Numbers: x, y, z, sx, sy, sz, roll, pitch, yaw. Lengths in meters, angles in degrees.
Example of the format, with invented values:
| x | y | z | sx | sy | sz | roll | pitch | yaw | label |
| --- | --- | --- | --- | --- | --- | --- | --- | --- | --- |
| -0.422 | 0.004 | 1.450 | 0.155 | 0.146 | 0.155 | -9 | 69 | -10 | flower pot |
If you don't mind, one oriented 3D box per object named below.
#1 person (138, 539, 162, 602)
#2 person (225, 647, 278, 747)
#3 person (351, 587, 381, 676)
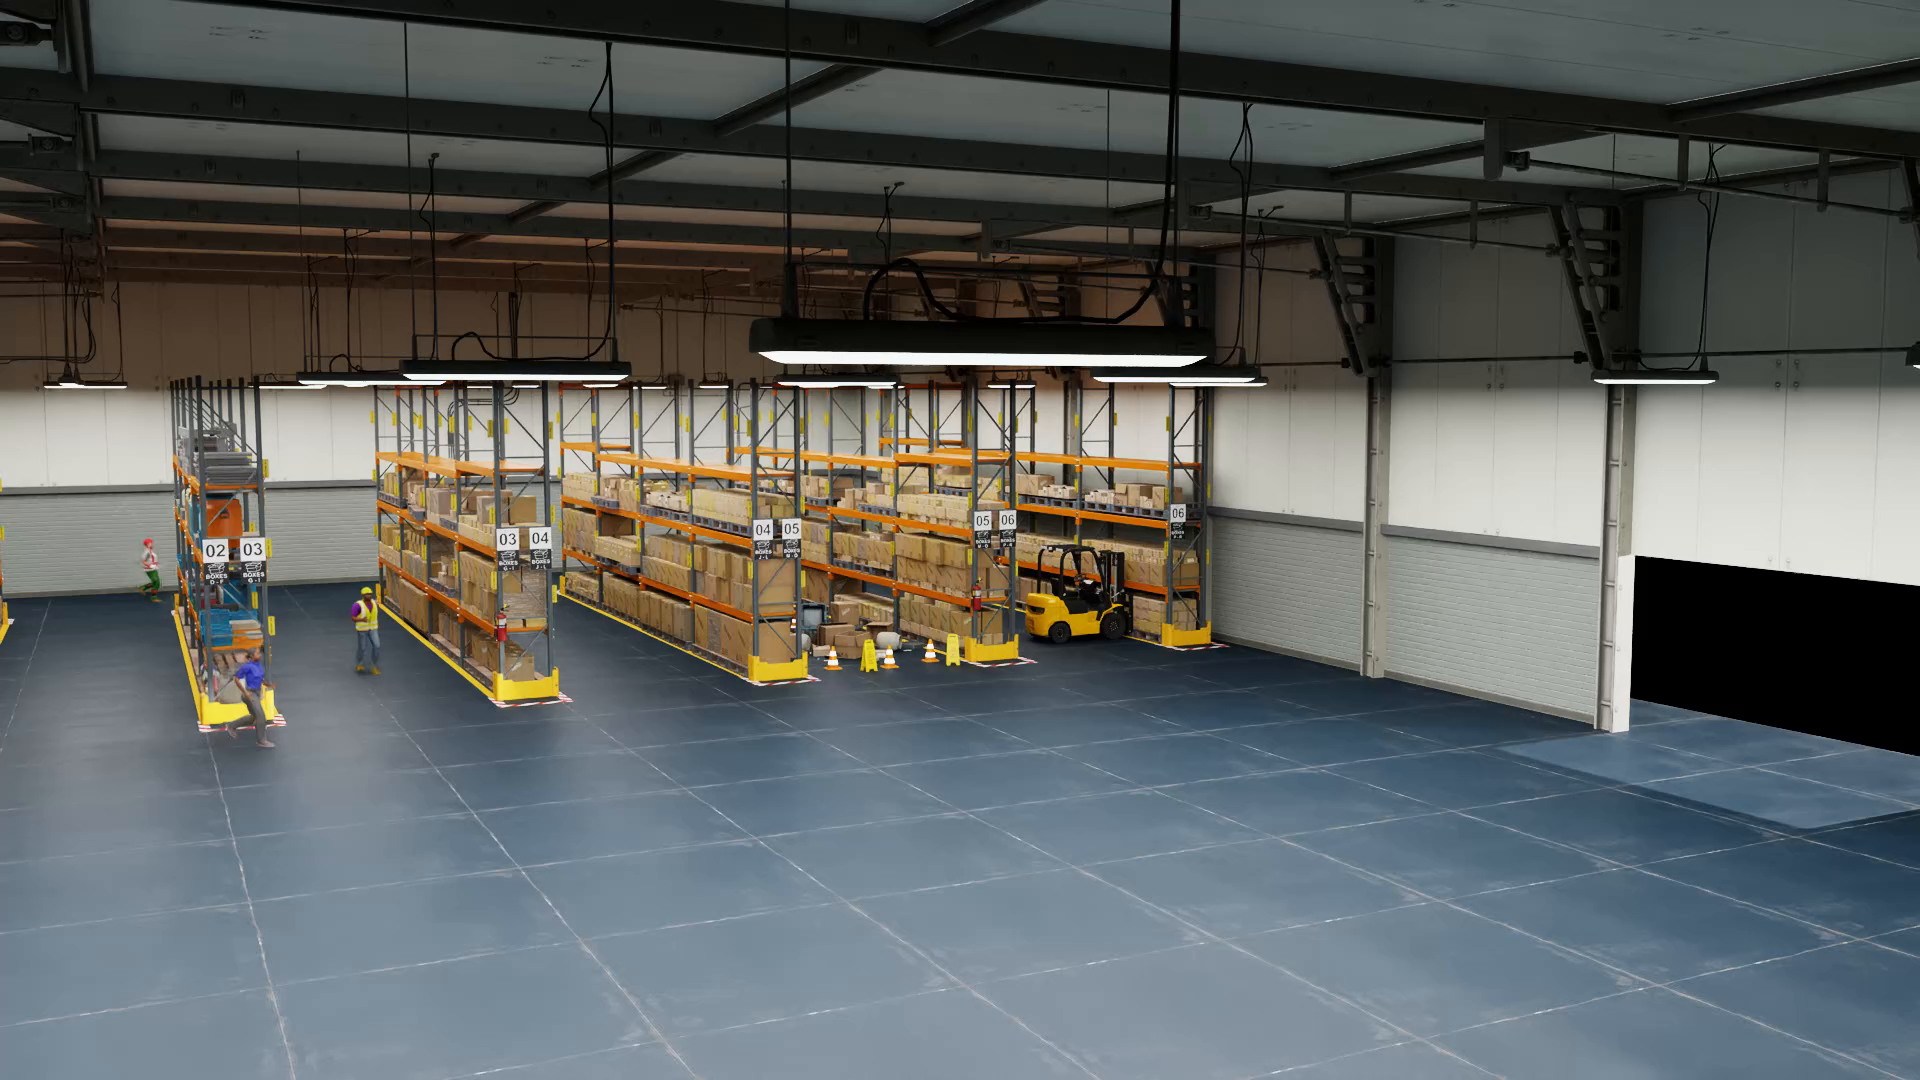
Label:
| x | y | z | sx | sy | sz | roll | pitch | yaw | label |
| --- | --- | --- | --- | --- | --- | --- | --- | --- | --- |
| -22.088 | 0.832 | 45.329 | 0.552 | 1.745 | 0.656 | -1 | 5 | -11 | person |
| -11.507 | 2.535 | 26.865 | 0.826 | 1.640 | 0.559 | 0 | 5 | 2 | person |
| -12.038 | 1.851 | 33.721 | 0.628 | 1.813 | 0.826 | -4 | 7 | -39 | person |
